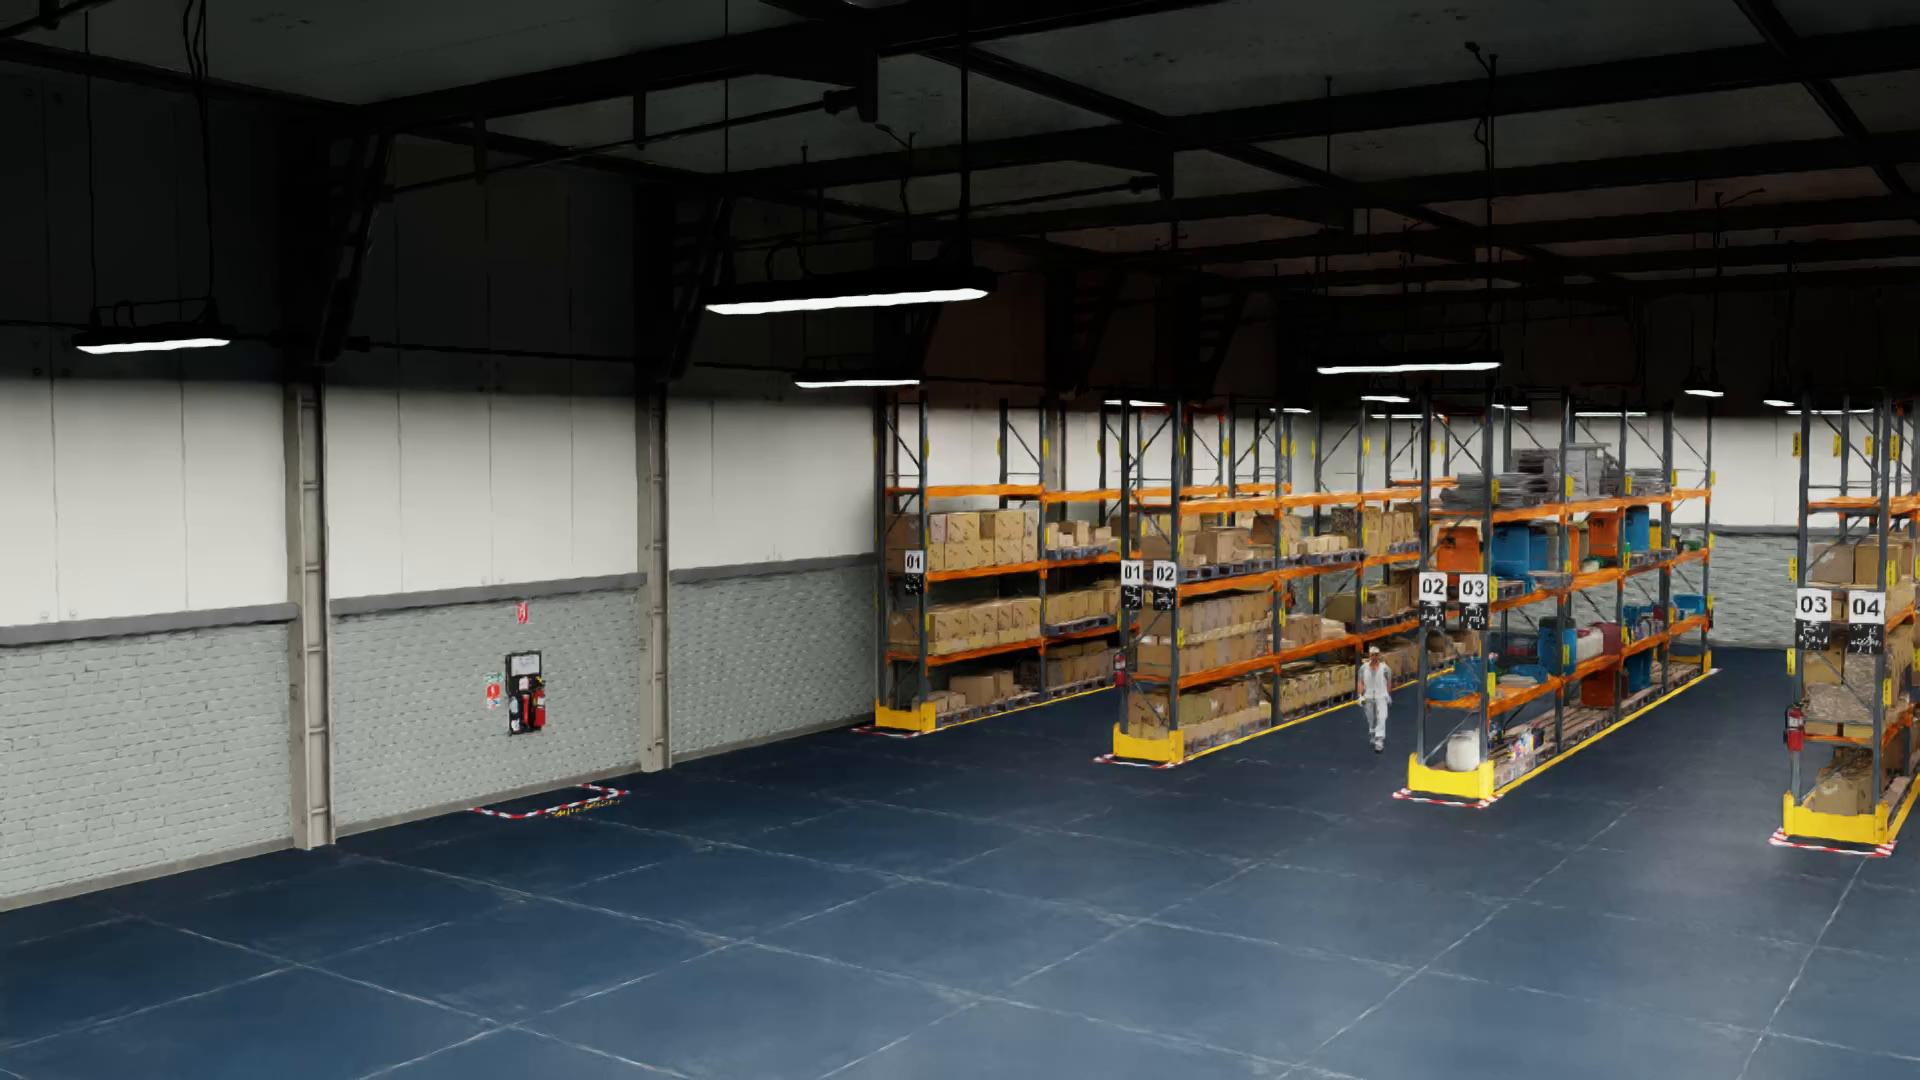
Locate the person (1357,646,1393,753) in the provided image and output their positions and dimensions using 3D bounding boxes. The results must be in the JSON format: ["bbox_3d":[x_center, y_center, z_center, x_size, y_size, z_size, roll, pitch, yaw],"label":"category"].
[{"bbox_3d":[6.830,2.603,27.437,0.528,1.728,1.032,2,4,26],"label":"person"}]

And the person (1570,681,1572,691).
[{"bbox_3d":[12.417,2.253,34.253,0.577,1.663,0.558,-3,4,-40],"label":"person"}]
